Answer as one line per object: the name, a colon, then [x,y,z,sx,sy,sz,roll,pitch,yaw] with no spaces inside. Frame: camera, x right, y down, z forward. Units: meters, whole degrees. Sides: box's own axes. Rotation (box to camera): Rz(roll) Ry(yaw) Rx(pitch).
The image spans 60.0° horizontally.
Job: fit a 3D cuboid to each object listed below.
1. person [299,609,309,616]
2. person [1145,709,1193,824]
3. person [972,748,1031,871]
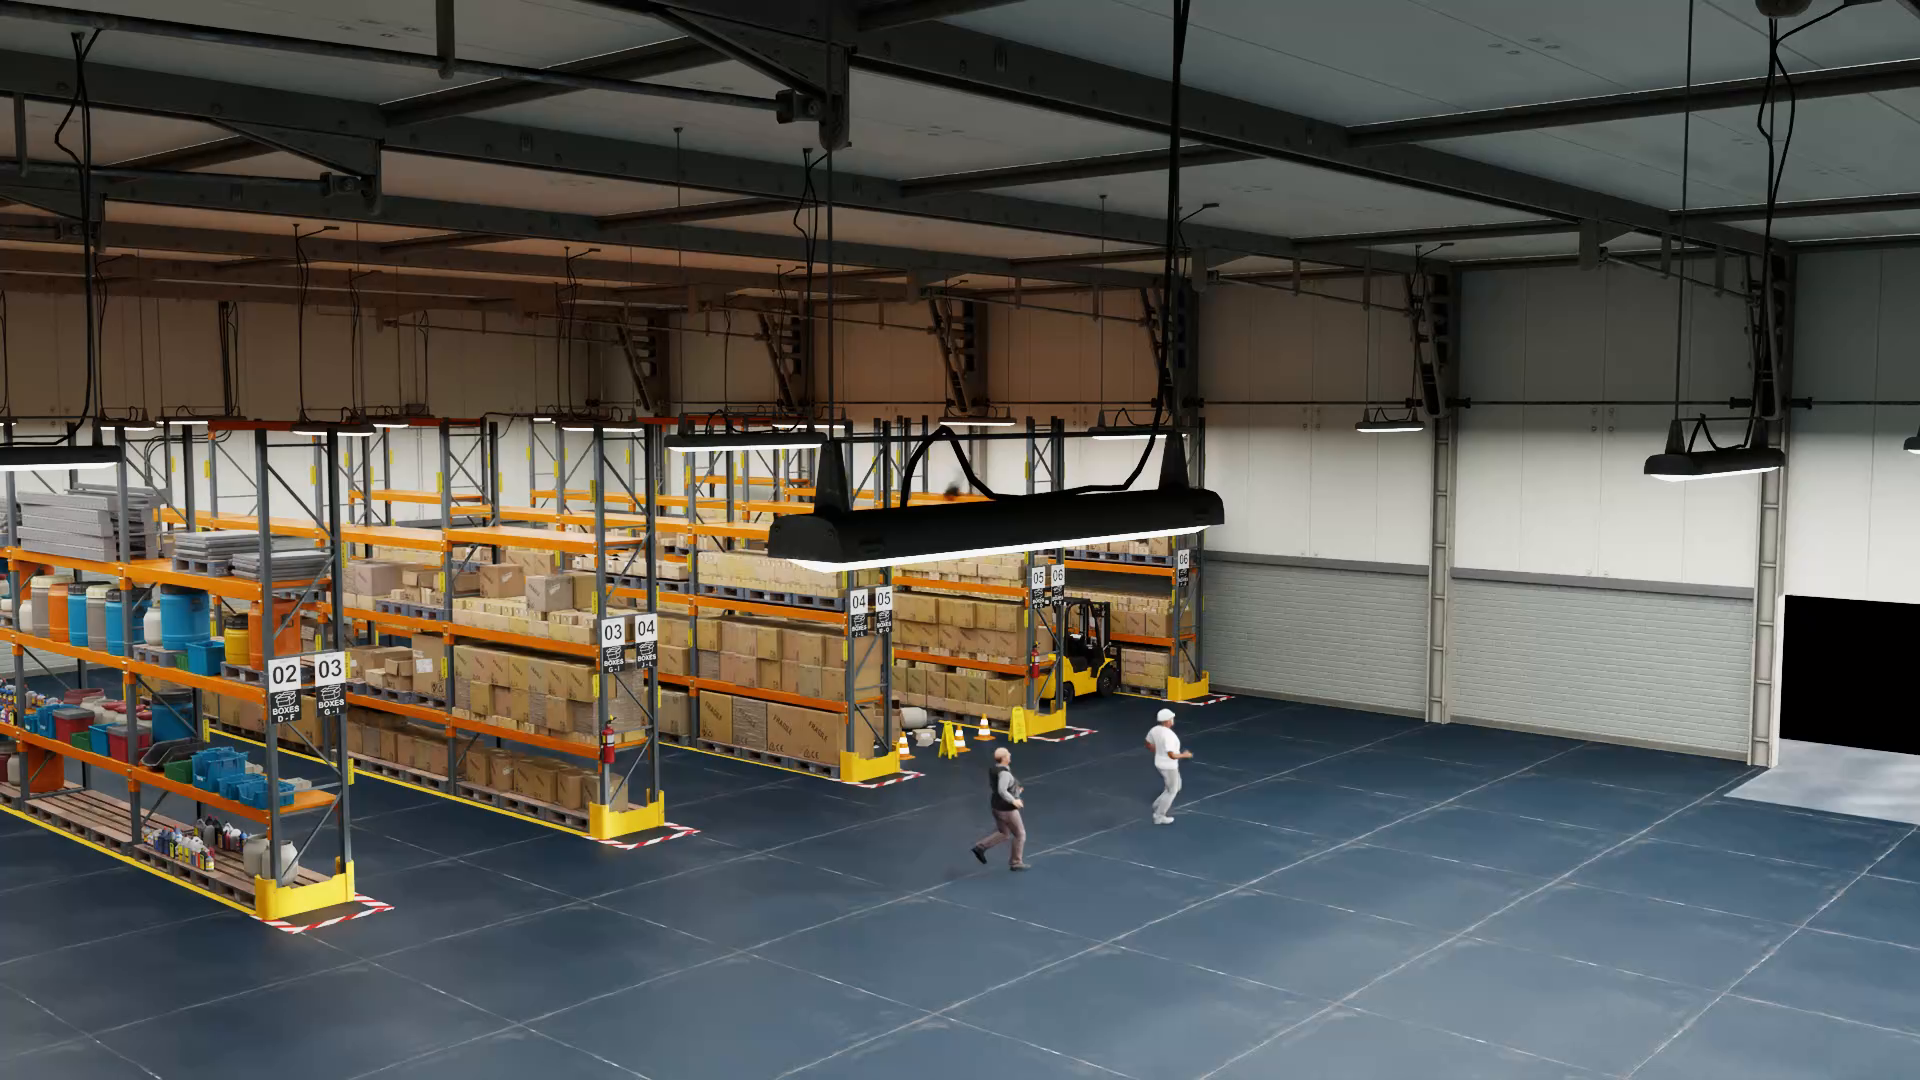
person: [-14.960,2.364,37.636,0.661,1.666,0.867,1,5,10]
person: [3.156,3.381,24.951,0.597,1.721,0.674,-1,5,-14]
person: [0.577,3.629,22.382,0.803,1.689,0.668,-2,5,-21]
